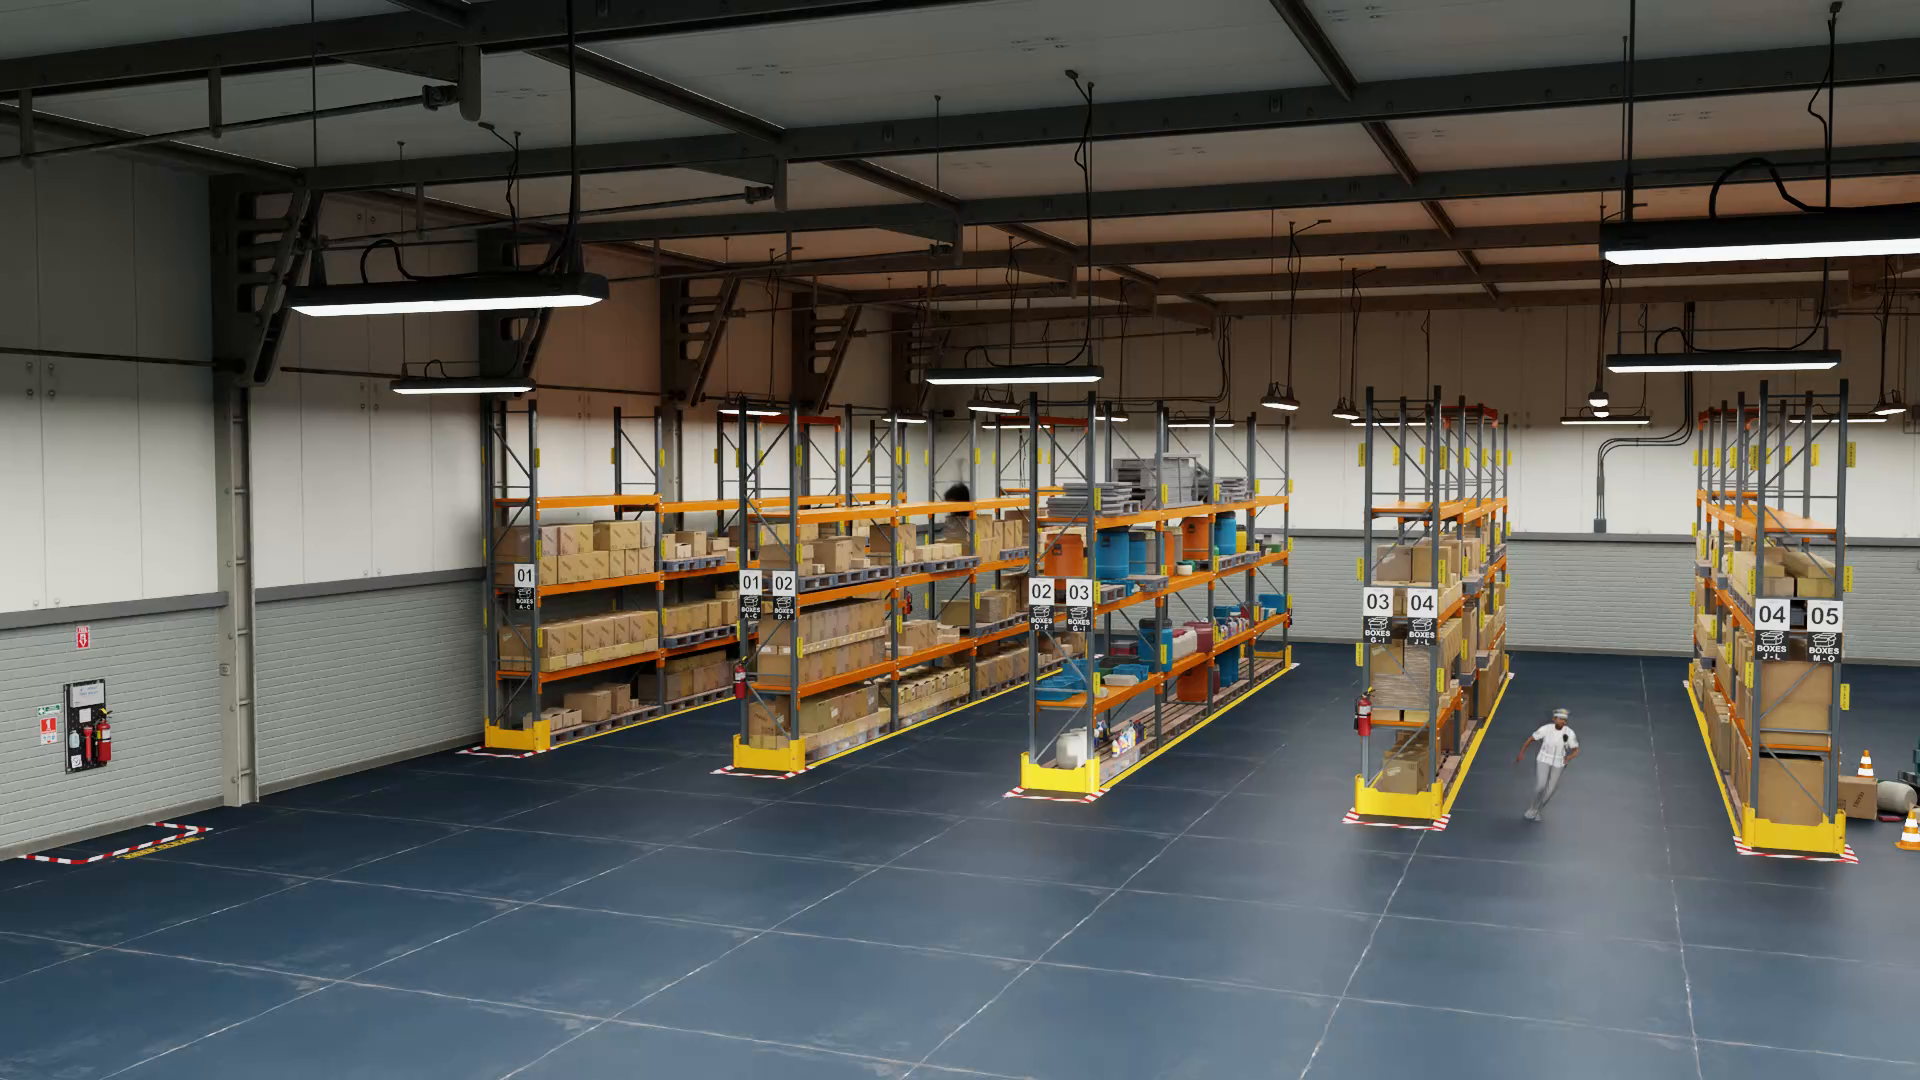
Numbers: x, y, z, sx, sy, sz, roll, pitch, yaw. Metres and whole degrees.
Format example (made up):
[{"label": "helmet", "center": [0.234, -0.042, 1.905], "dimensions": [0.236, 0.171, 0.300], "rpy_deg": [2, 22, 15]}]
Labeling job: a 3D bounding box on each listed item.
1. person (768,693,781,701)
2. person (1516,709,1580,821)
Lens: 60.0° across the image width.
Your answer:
[{"label": "person", "center": [-3.500, 2.680, 31.700], "dimensions": [0.534, 1.555, 0.540], "rpy_deg": [0, 3, 8]}, {"label": "person", "center": [8.113, 3.093, 22.838], "dimensions": [0.763, 1.579, 0.641], "rpy_deg": [0, 3, 3]}]
